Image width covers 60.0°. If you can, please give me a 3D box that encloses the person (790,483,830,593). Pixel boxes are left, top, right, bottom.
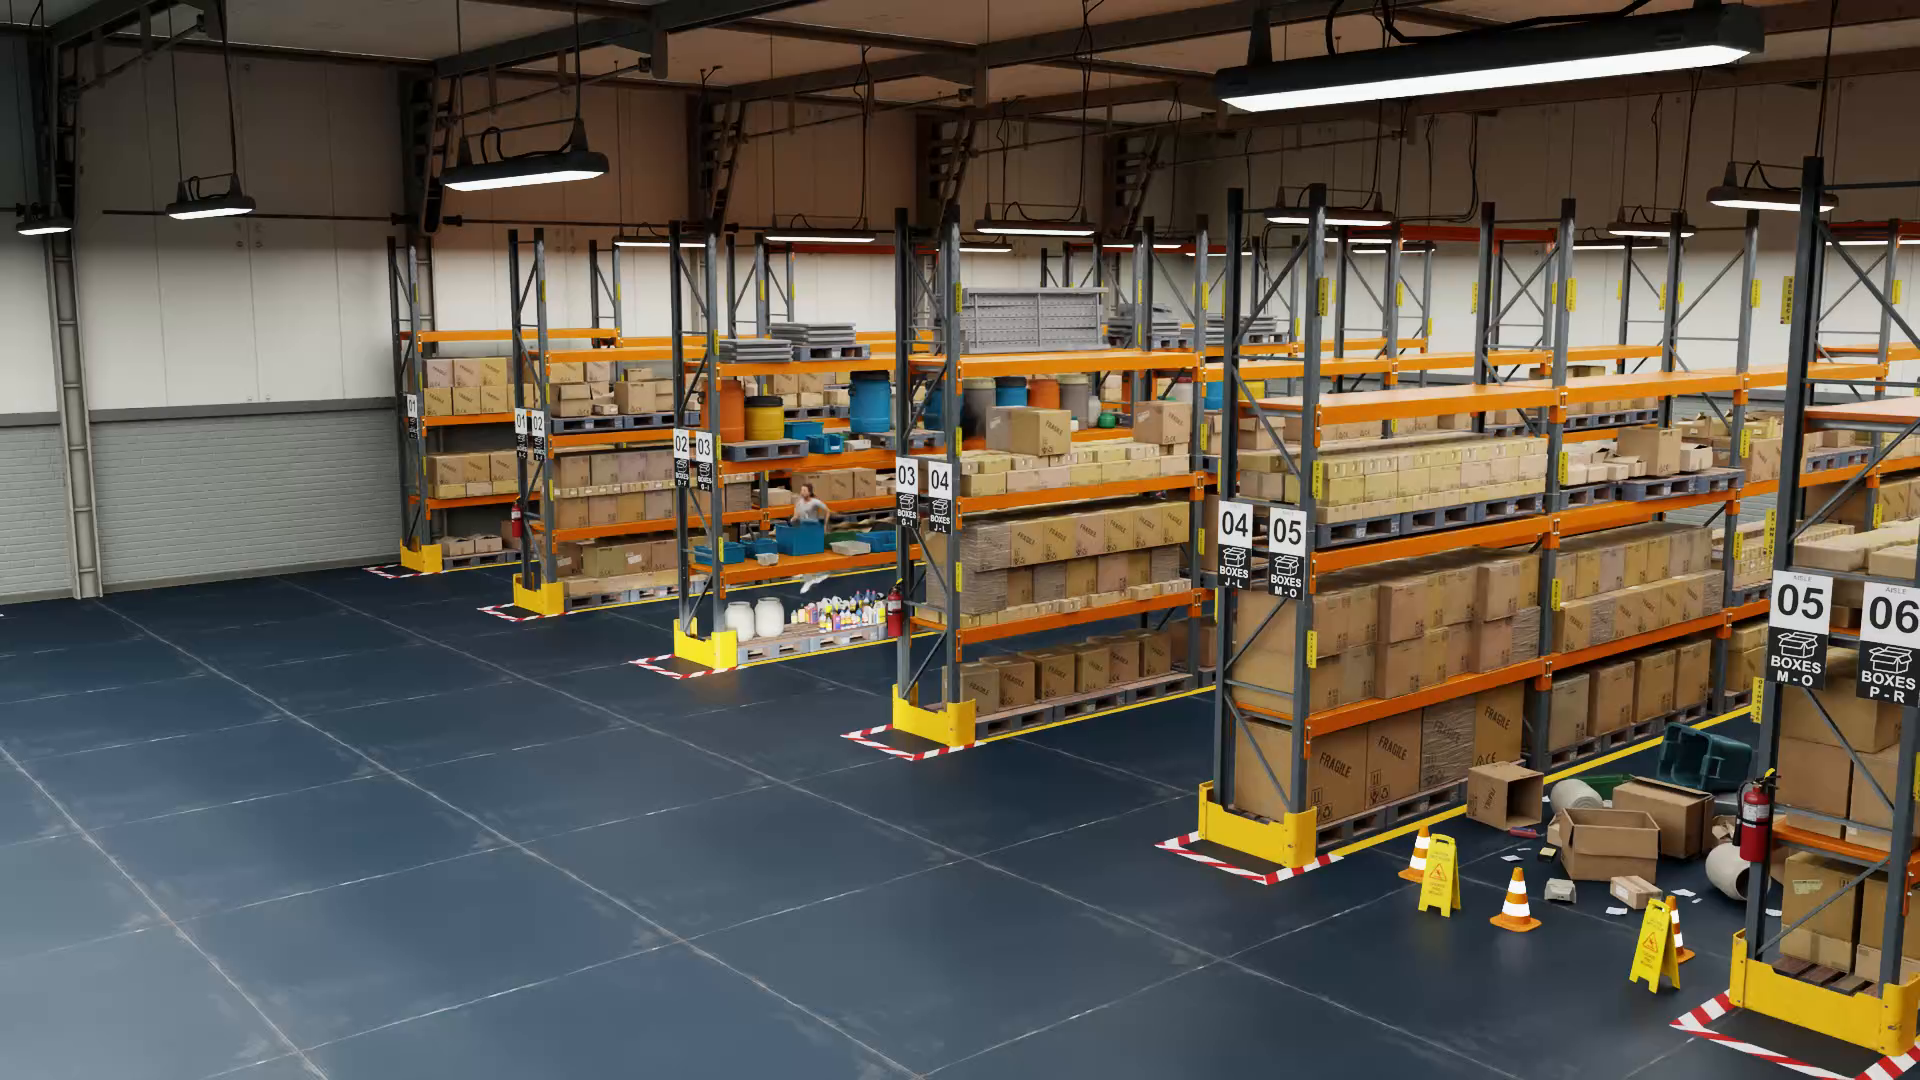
[{"bbox_3d":[-2.433,-0.044,26.810,0.788,1.767,0.507,-9,12,-44],"label":"person"}]
